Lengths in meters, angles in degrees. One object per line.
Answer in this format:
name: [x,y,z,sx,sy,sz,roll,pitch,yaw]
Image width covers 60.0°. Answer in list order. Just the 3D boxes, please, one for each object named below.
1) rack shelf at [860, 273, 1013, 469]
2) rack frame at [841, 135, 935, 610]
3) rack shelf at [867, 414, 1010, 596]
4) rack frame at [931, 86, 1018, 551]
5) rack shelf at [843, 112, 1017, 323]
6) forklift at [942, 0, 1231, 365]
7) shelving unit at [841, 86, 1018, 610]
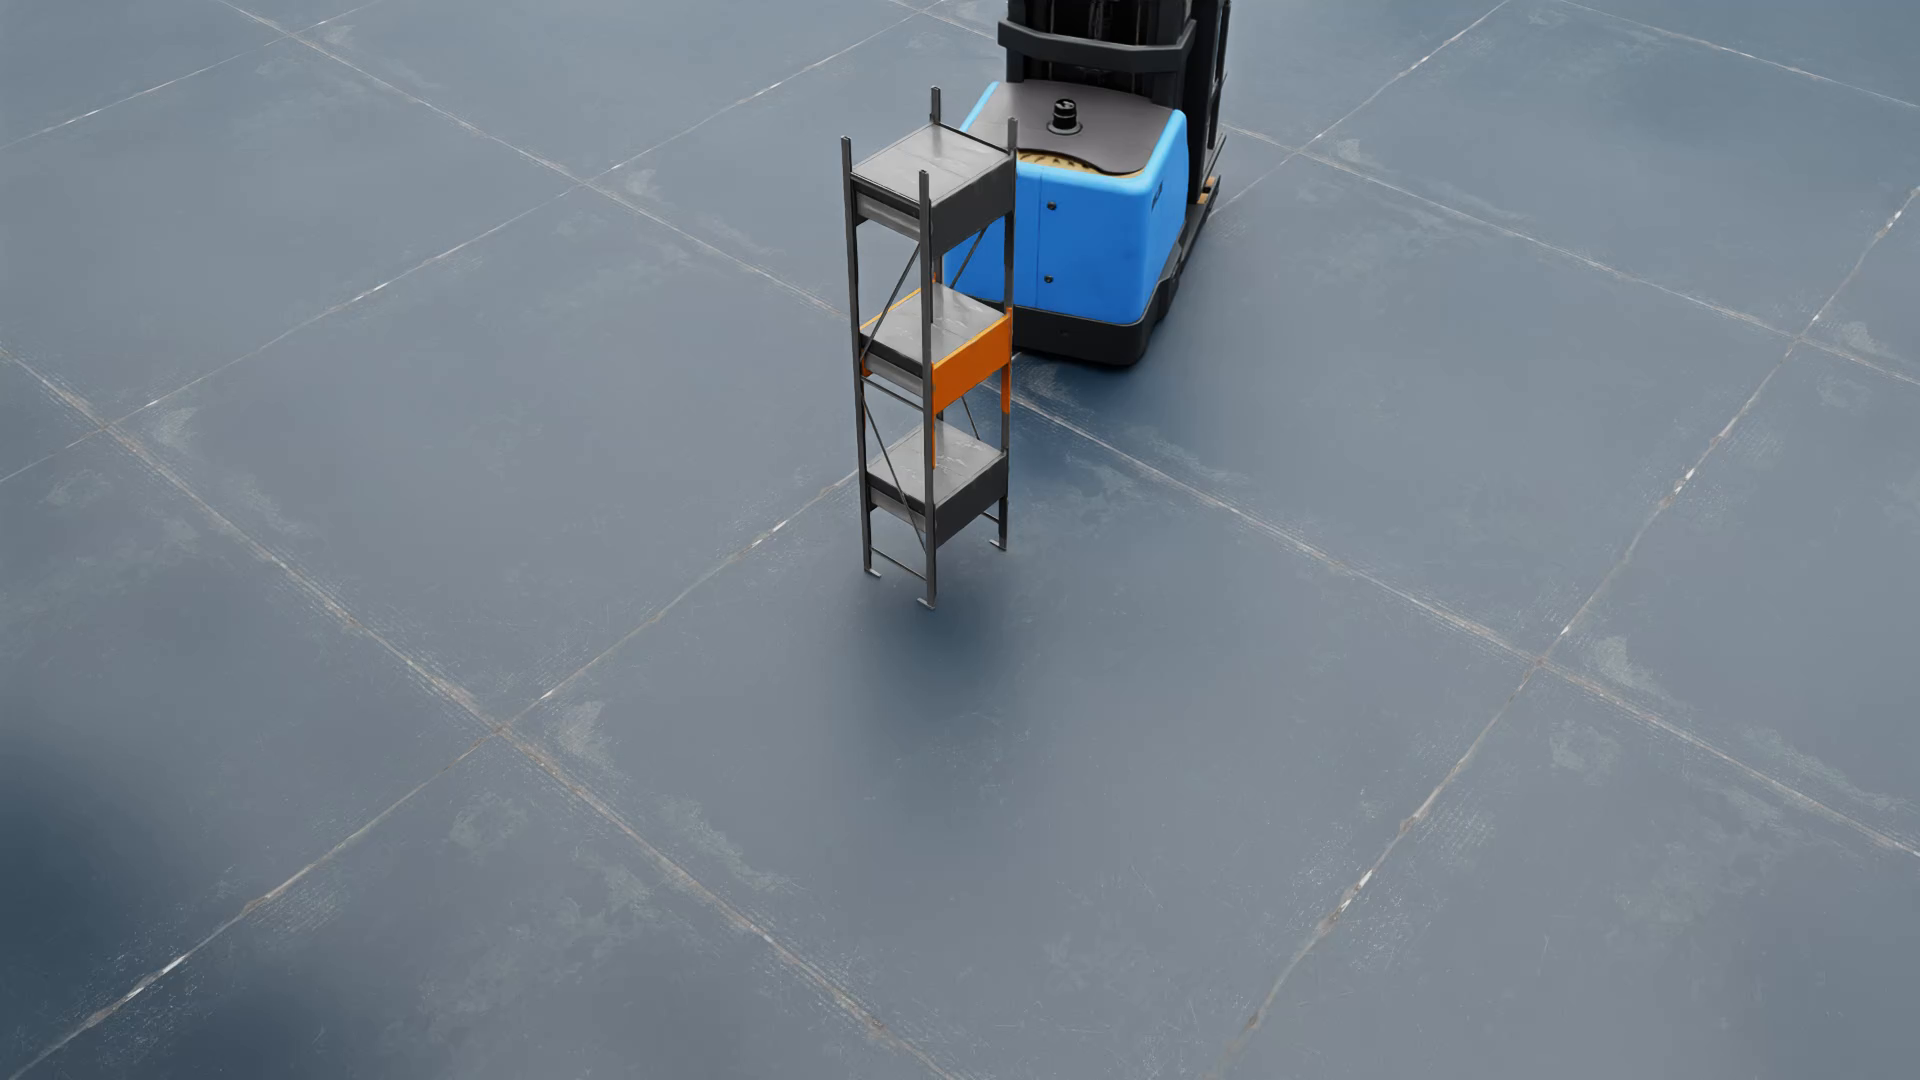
rack shelf: [-0.107,-0.682,6.641,0.431,0.518,0.480,29,50,28]
rack frame: [-0.264,-0.566,6.494,0.400,2.100,0.015,29,50,28]
rack shelf: [-0.107,-0.164,7.112,0.431,0.518,0.480,29,50,28]
rack frame: [0.050,-0.817,6.770,0.400,2.100,0.015,29,50,28]
rack shelf: [-0.107,-1.199,6.170,0.431,0.518,0.480,29,50,28]
forklift: [0.854,-2.959,8.507,1.130,2.935,3.031,13,44,14]
shelving unit: [-0.107,-0.692,6.632,0.431,2.100,0.503,29,50,28]
